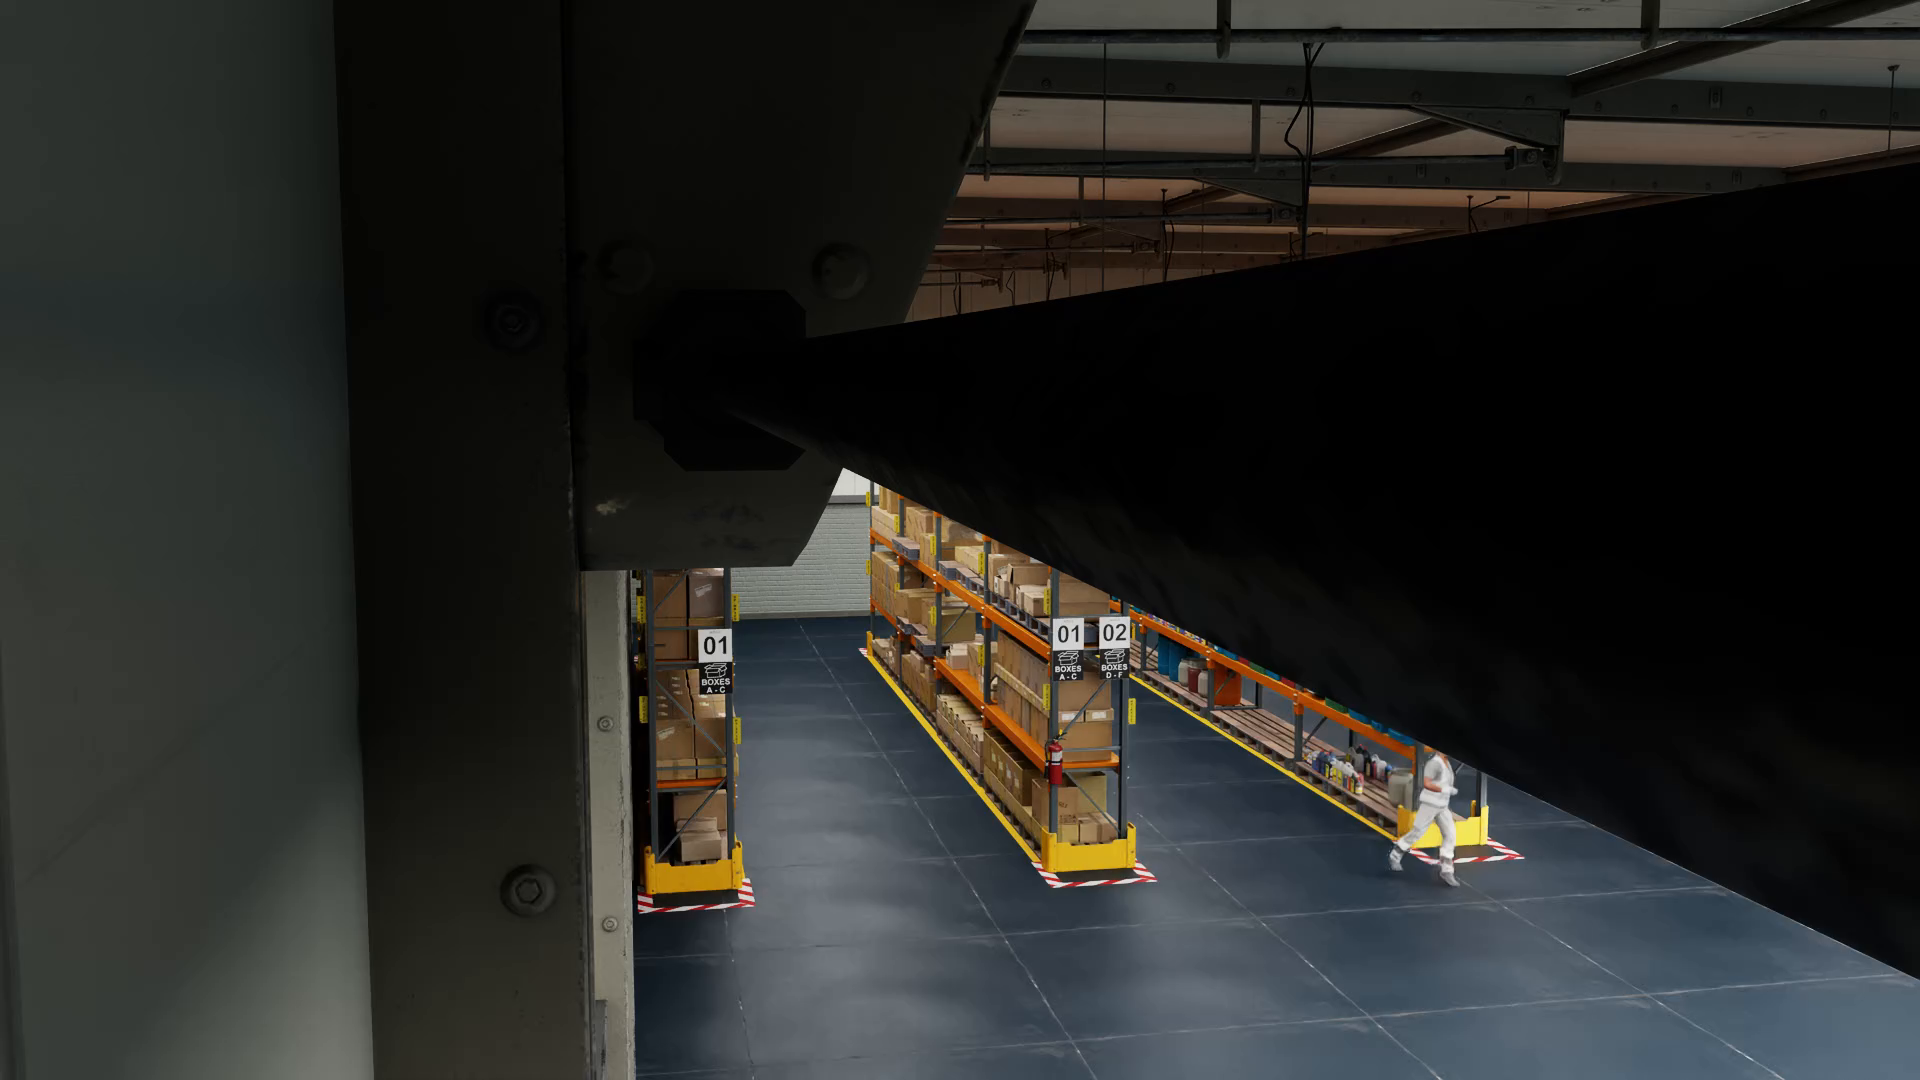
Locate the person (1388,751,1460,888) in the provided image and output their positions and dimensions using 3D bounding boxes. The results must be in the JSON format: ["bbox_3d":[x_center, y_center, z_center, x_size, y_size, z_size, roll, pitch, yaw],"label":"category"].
[{"bbox_3d":[5.884,3.313,20.651,0.959,1.753,0.762,5,8,42],"label":"person"}]
